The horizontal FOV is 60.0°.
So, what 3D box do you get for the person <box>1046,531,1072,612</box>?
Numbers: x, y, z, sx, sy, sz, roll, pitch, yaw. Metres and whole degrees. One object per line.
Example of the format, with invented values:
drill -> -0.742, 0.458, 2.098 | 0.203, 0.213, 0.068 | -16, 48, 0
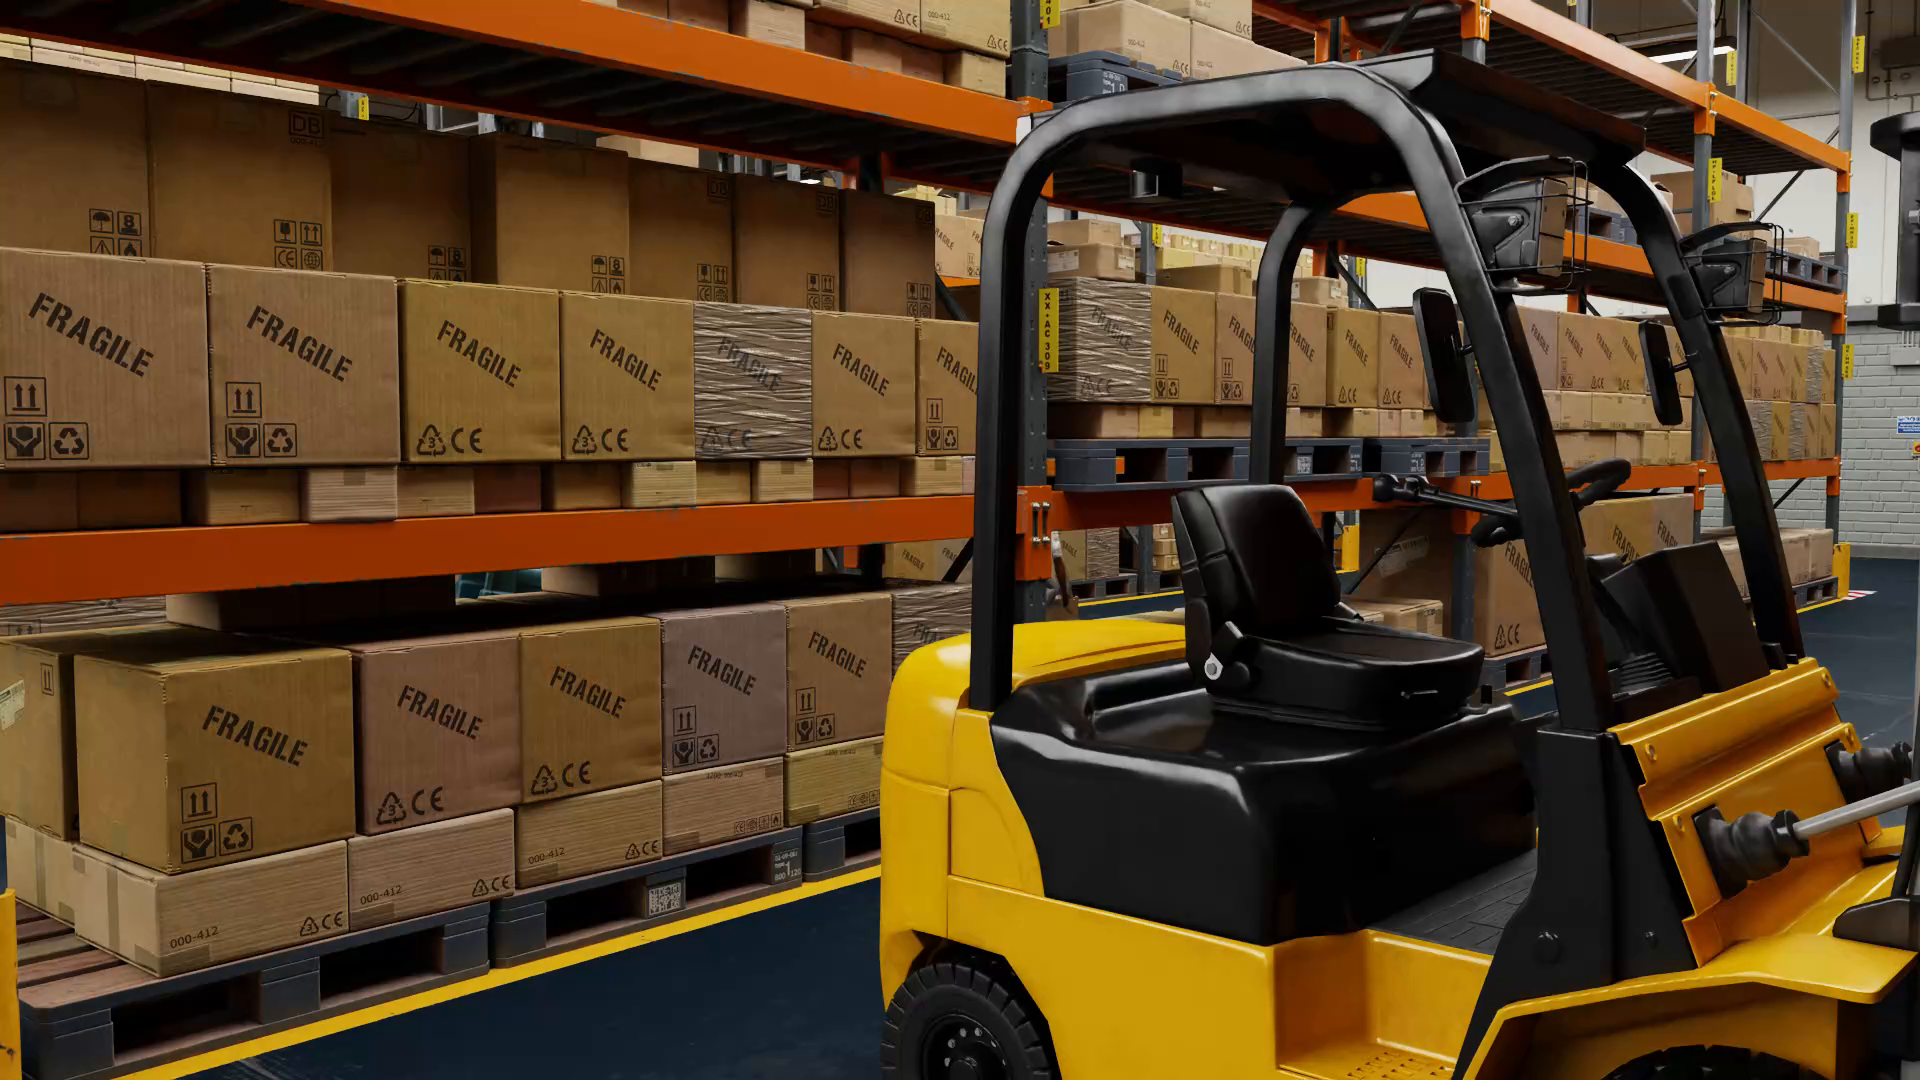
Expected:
person -> 0.516, 0.201, 12.822 | 0.493, 1.034, 0.845 | 3, 5, 41
